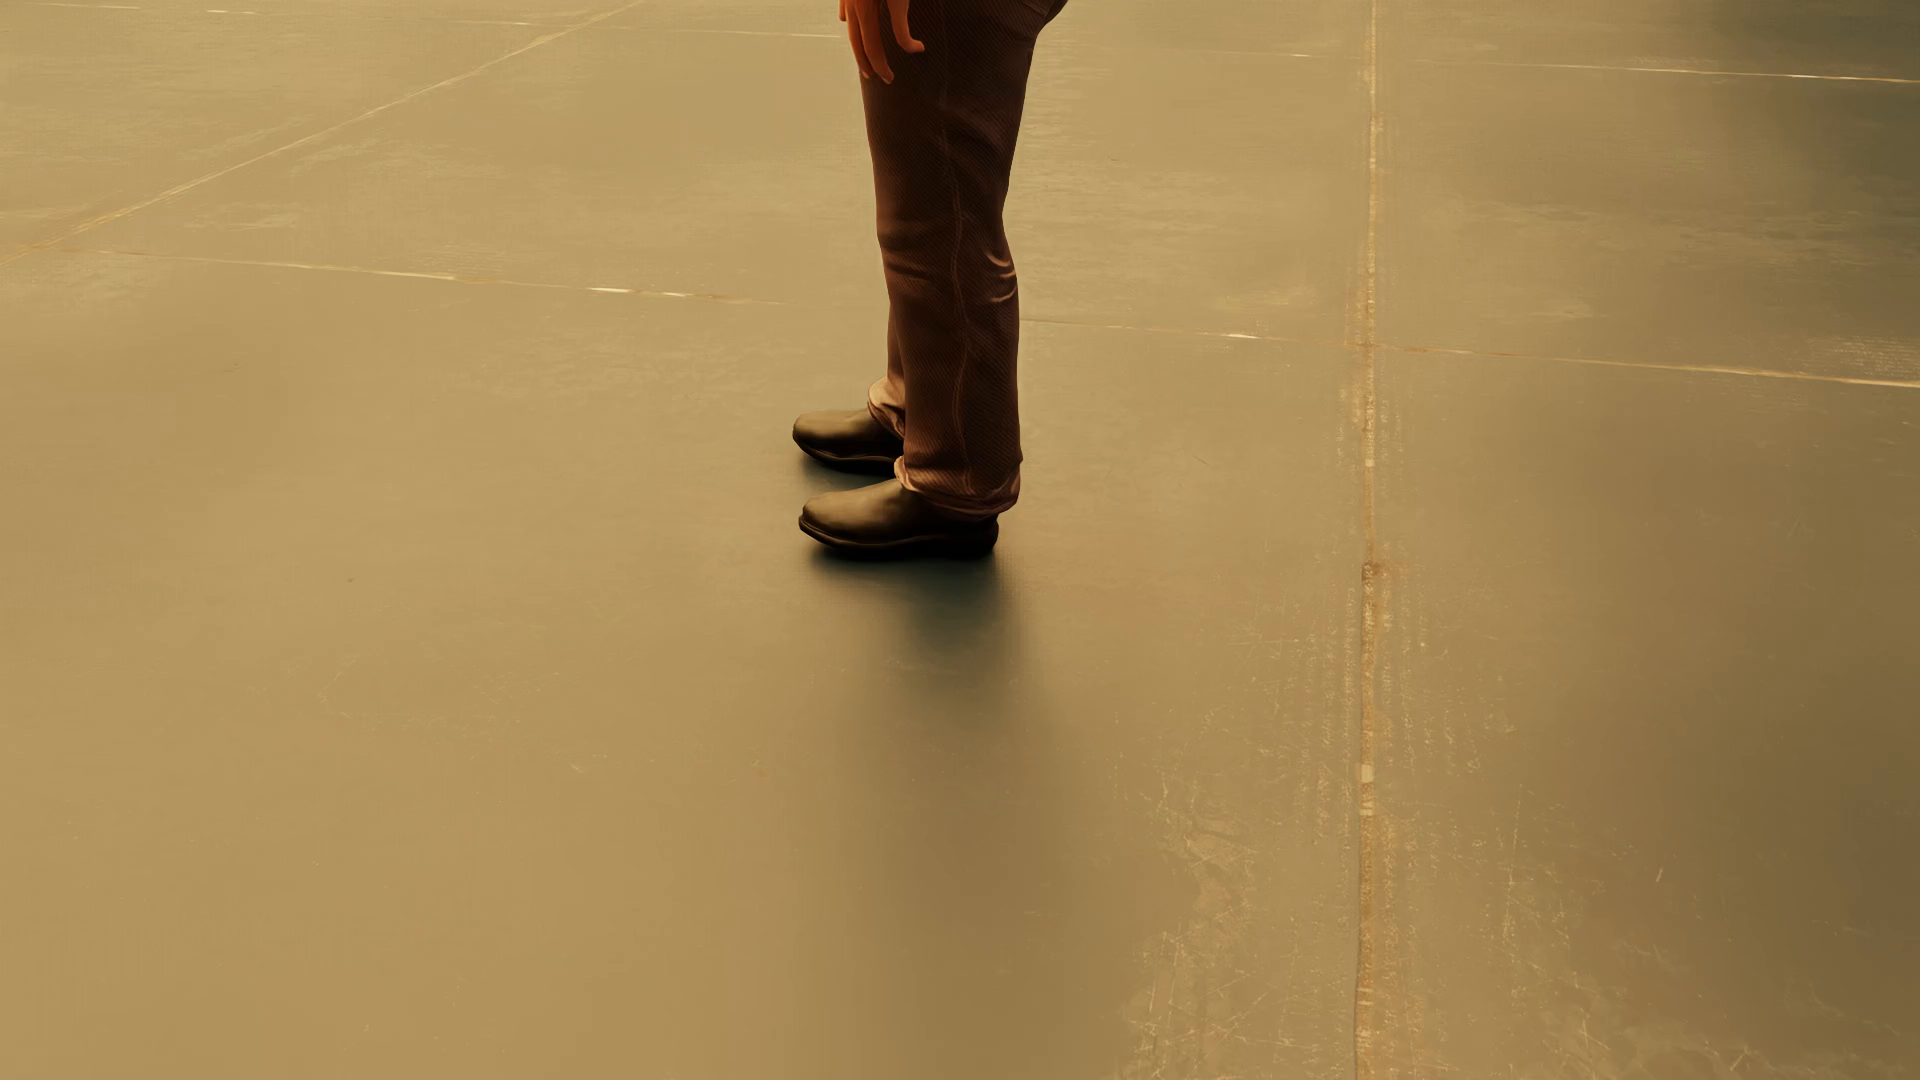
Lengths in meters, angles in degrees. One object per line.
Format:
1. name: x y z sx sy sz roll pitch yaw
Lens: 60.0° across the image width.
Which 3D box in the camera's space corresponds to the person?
1. person: -0.059 -0.785 2.128 0.568 1.720 0.632 6 27 11
